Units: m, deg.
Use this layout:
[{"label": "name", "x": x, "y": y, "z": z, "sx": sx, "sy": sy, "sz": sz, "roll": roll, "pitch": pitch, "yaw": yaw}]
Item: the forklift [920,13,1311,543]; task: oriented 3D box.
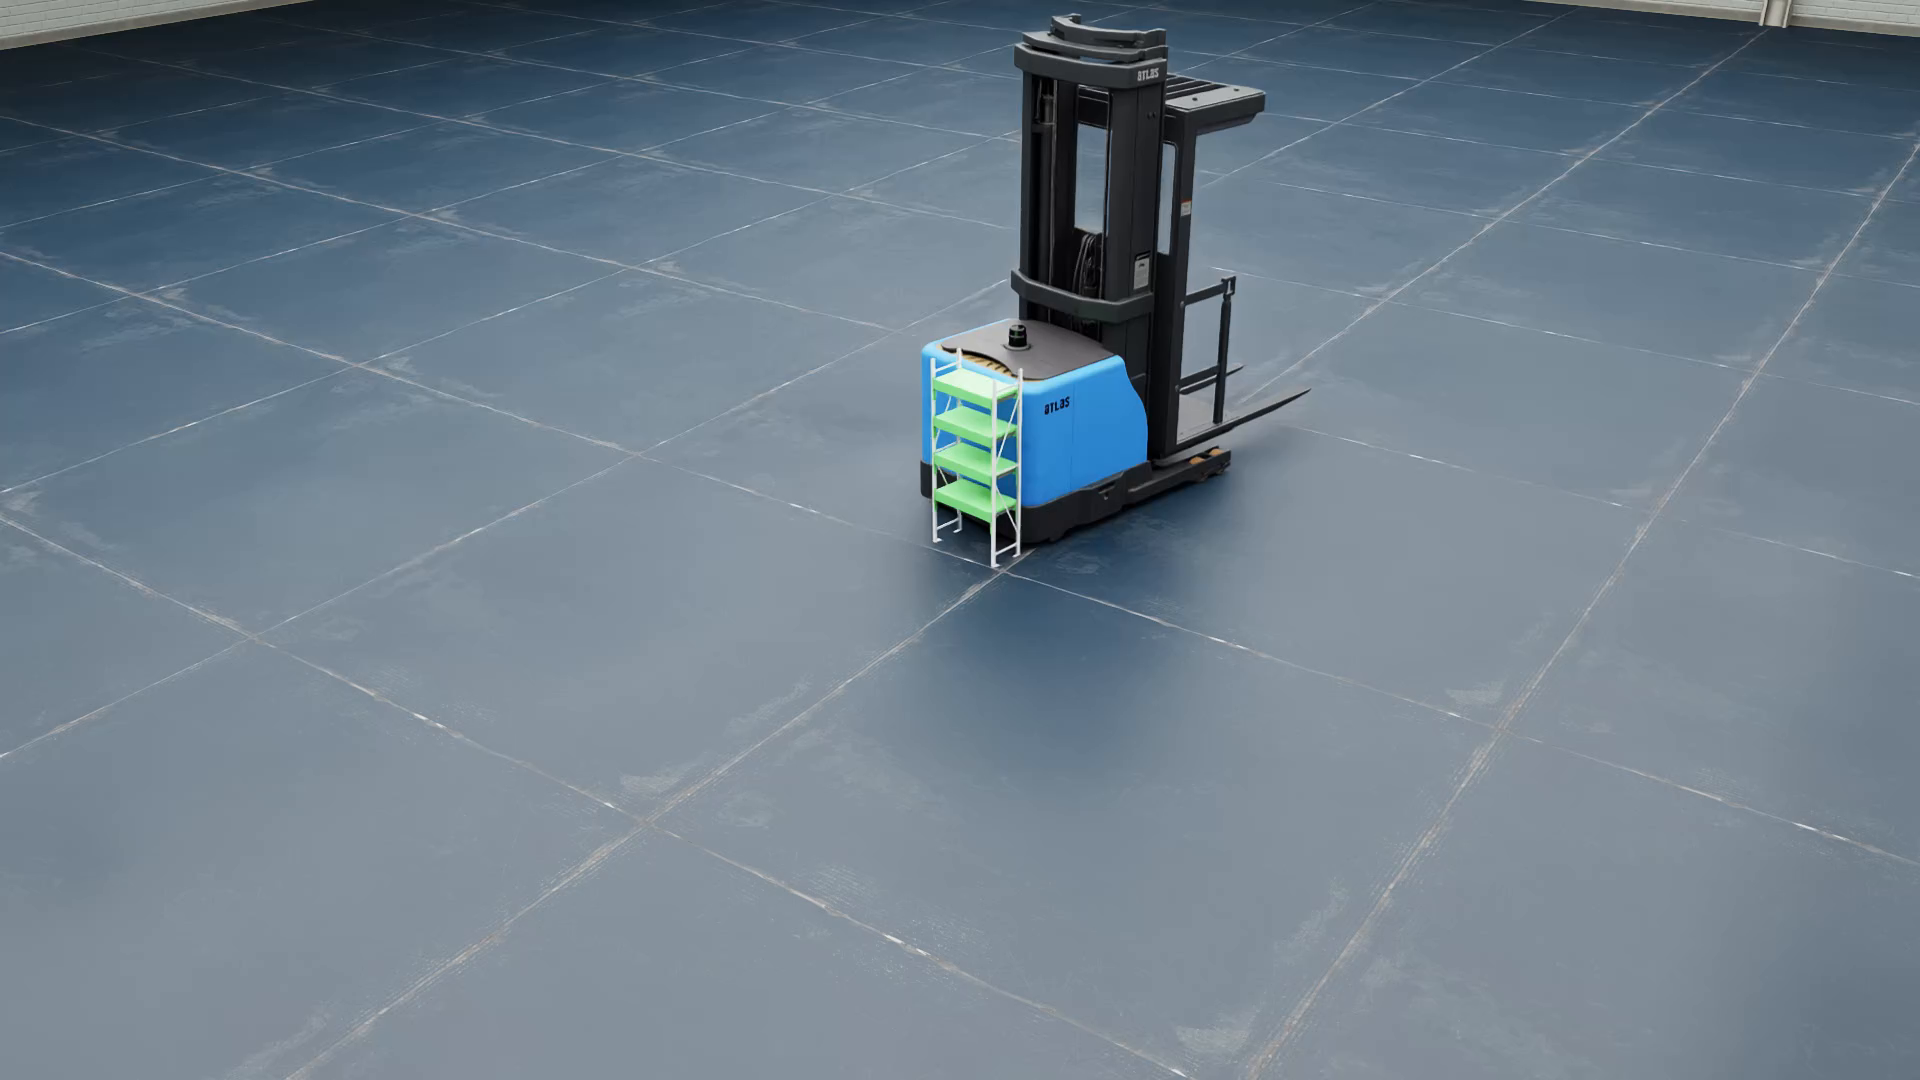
[{"label": "forklift", "x": 1.172, "y": -1.842, "z": 10.638, "sx": 3.031, "sy": 2.935, "sz": 1.130, "roll": -23, "pitch": 35, "yaw": -37}]

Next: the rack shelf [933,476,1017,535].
[{"label": "rack shelf", "x": 0.098, "y": -0.211, "z": 10.010, "sx": 0.480, "sy": 0.148, "sz": 0.258, "roll": 23, "pitch": 35, "yaw": 38}]

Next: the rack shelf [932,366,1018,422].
[{"label": "rack shelf", "x": 0.095, "y": -0.853, "z": 9.683, "sx": 0.480, "sy": 0.148, "sz": 0.258, "roll": 23, "pitch": 35, "yaw": 38}]

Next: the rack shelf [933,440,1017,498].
[{"label": "rack shelf", "x": 0.097, "y": -0.425, "z": 9.901, "sx": 0.480, "sy": 0.148, "sz": 0.258, "roll": 23, "pitch": 35, "yaw": 38}]

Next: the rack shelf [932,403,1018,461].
[{"label": "rack shelf", "x": 0.096, "y": -0.639, "z": 9.792, "sx": 0.480, "sy": 0.148, "sz": 0.258, "roll": 23, "pitch": 35, "yaw": 38}]

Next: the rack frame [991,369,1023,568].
[{"label": "rack frame", "x": 0.272, "y": -0.406, "z": 9.721, "sx": 0.015, "sy": 1.200, "sz": 0.240, "roll": 23, "pitch": 35, "yaw": 38}]

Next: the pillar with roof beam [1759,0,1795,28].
[{"label": "pillar with roof beam", "x": 10.382, "y": -10.508, "z": 20.977, "sx": 0.400, "sy": 9.000, "sz": 9.100, "roll": 17, "pitch": 32, "yaw": 30}]

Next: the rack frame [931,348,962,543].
[{"label": "rack frame", "x": -0.079, "y": -0.558, "z": 10.023, "sx": 0.015, "sy": 1.200, "sz": 0.240, "roll": 23, "pitch": 35, "yaw": 38}]

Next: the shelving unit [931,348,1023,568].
[{"label": "shelving unit", "x": 0.097, "y": -0.482, "z": 9.872, "sx": 0.503, "sy": 1.200, "sz": 0.258, "roll": 23, "pitch": 35, "yaw": 38}]
